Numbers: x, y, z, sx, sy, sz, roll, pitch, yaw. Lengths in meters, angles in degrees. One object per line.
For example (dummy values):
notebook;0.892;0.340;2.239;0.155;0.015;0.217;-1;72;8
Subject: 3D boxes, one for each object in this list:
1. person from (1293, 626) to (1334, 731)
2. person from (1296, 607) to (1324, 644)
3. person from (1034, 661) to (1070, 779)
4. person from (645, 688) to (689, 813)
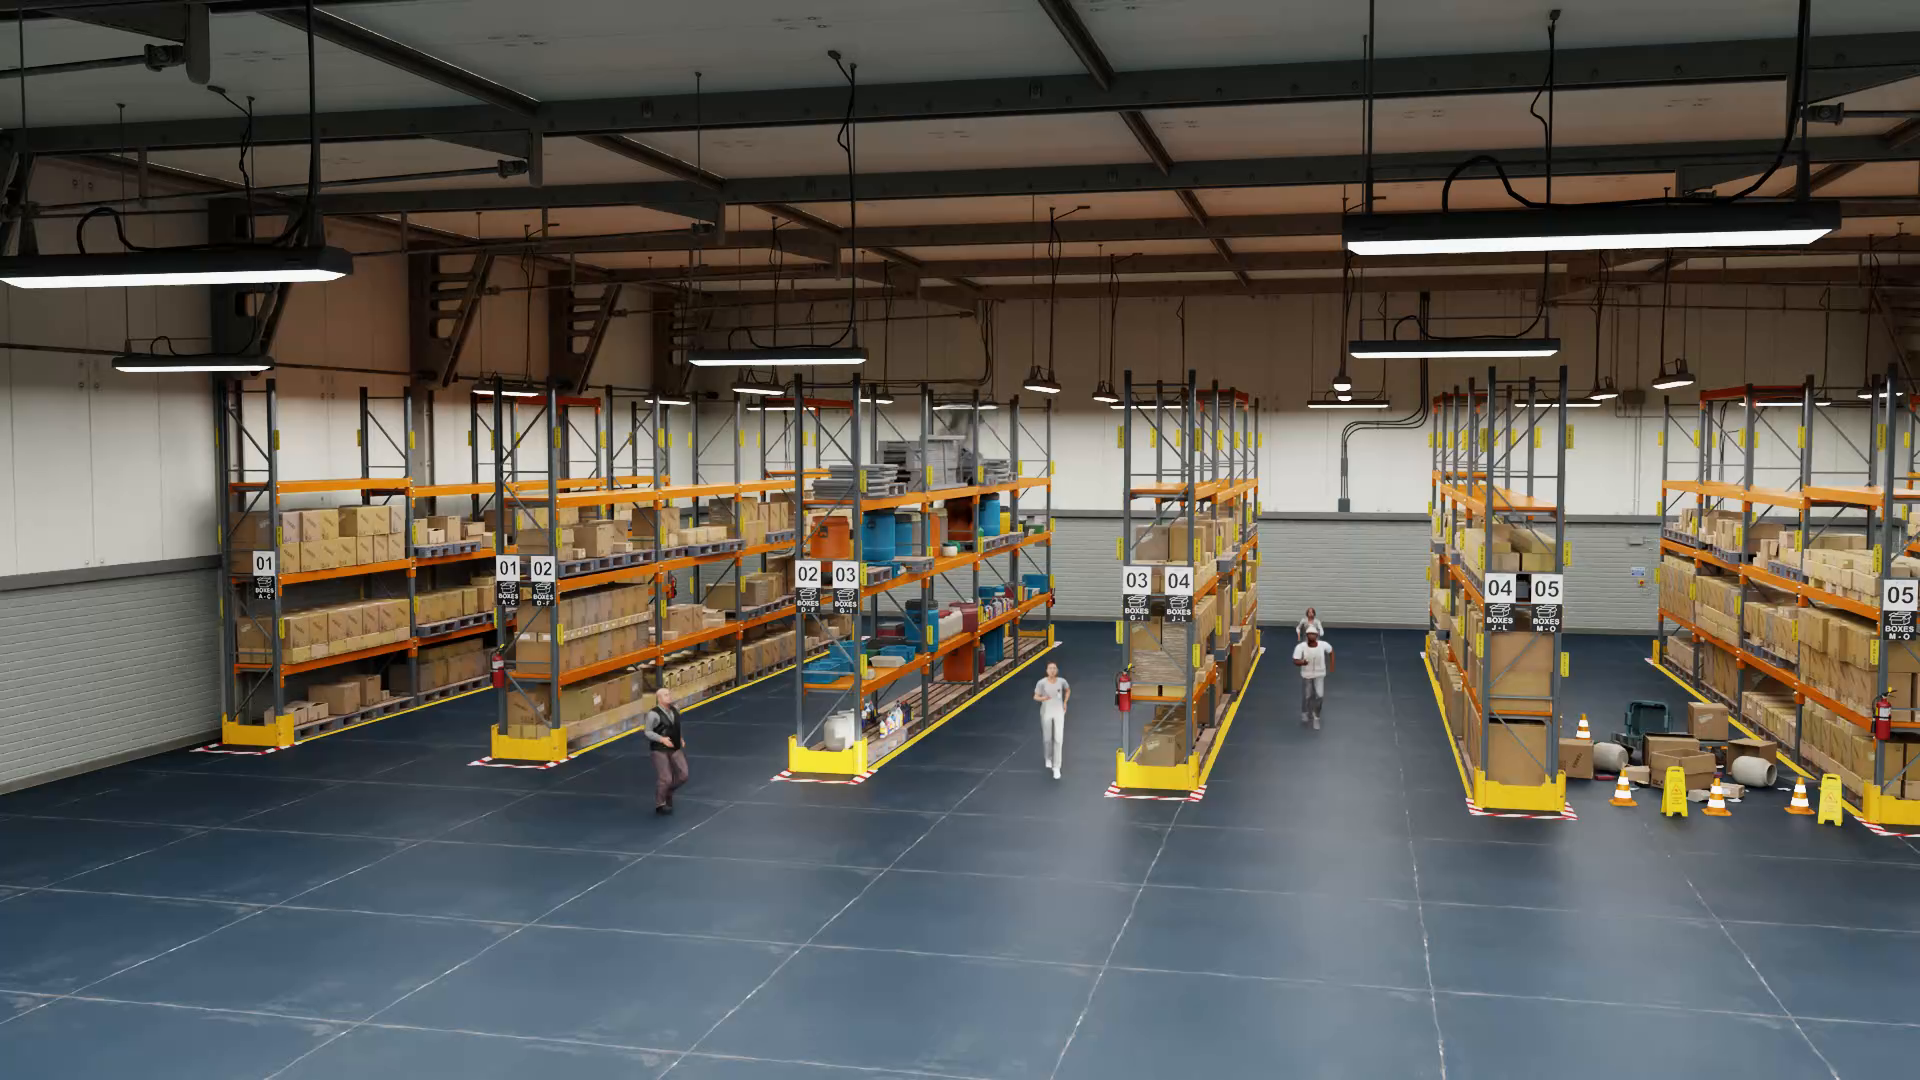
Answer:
person;6.145;2.390;28.910;0.709;1.800;0.891;1;3;11
person;7.096;2.158;33.707;0.531;1.594;0.883;0;3;7
person;1.379;2.652;24.883;0.561;1.688;0.857;0;3;0
person;-3.893;2.820;22.245;0.564;1.673;0.635;3;5;41
